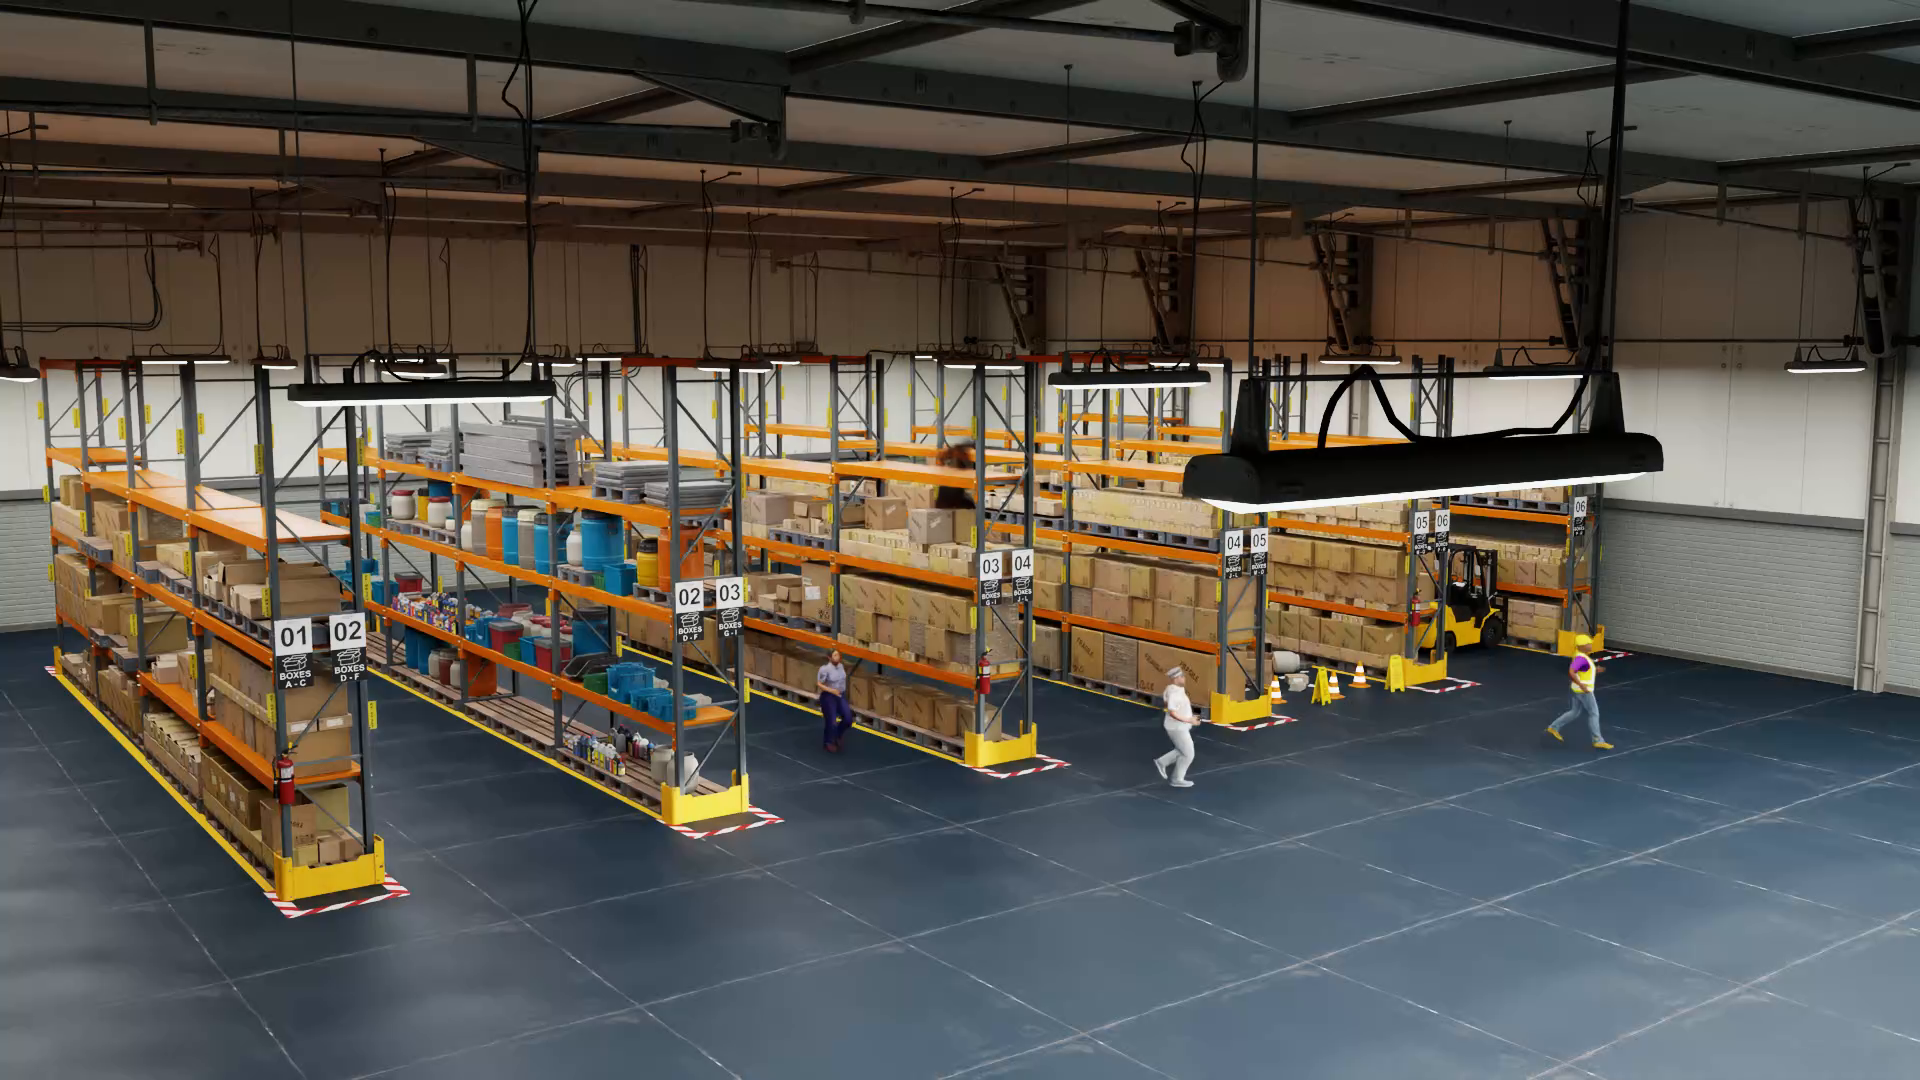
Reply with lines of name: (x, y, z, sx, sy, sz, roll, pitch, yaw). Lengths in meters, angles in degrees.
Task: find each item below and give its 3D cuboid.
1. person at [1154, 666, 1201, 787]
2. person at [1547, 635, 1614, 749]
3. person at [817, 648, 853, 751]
person: (3.083, 2.640, 23.608, 0.626, 1.732, 0.660, 0, 7, 4)
person: (9.656, 2.336, 25.792, 0.989, 1.752, 0.693, 1, 7, 10)
person: (-1.916, 2.463, 25.567, 0.603, 1.609, 0.566, -6, 9, -40)
